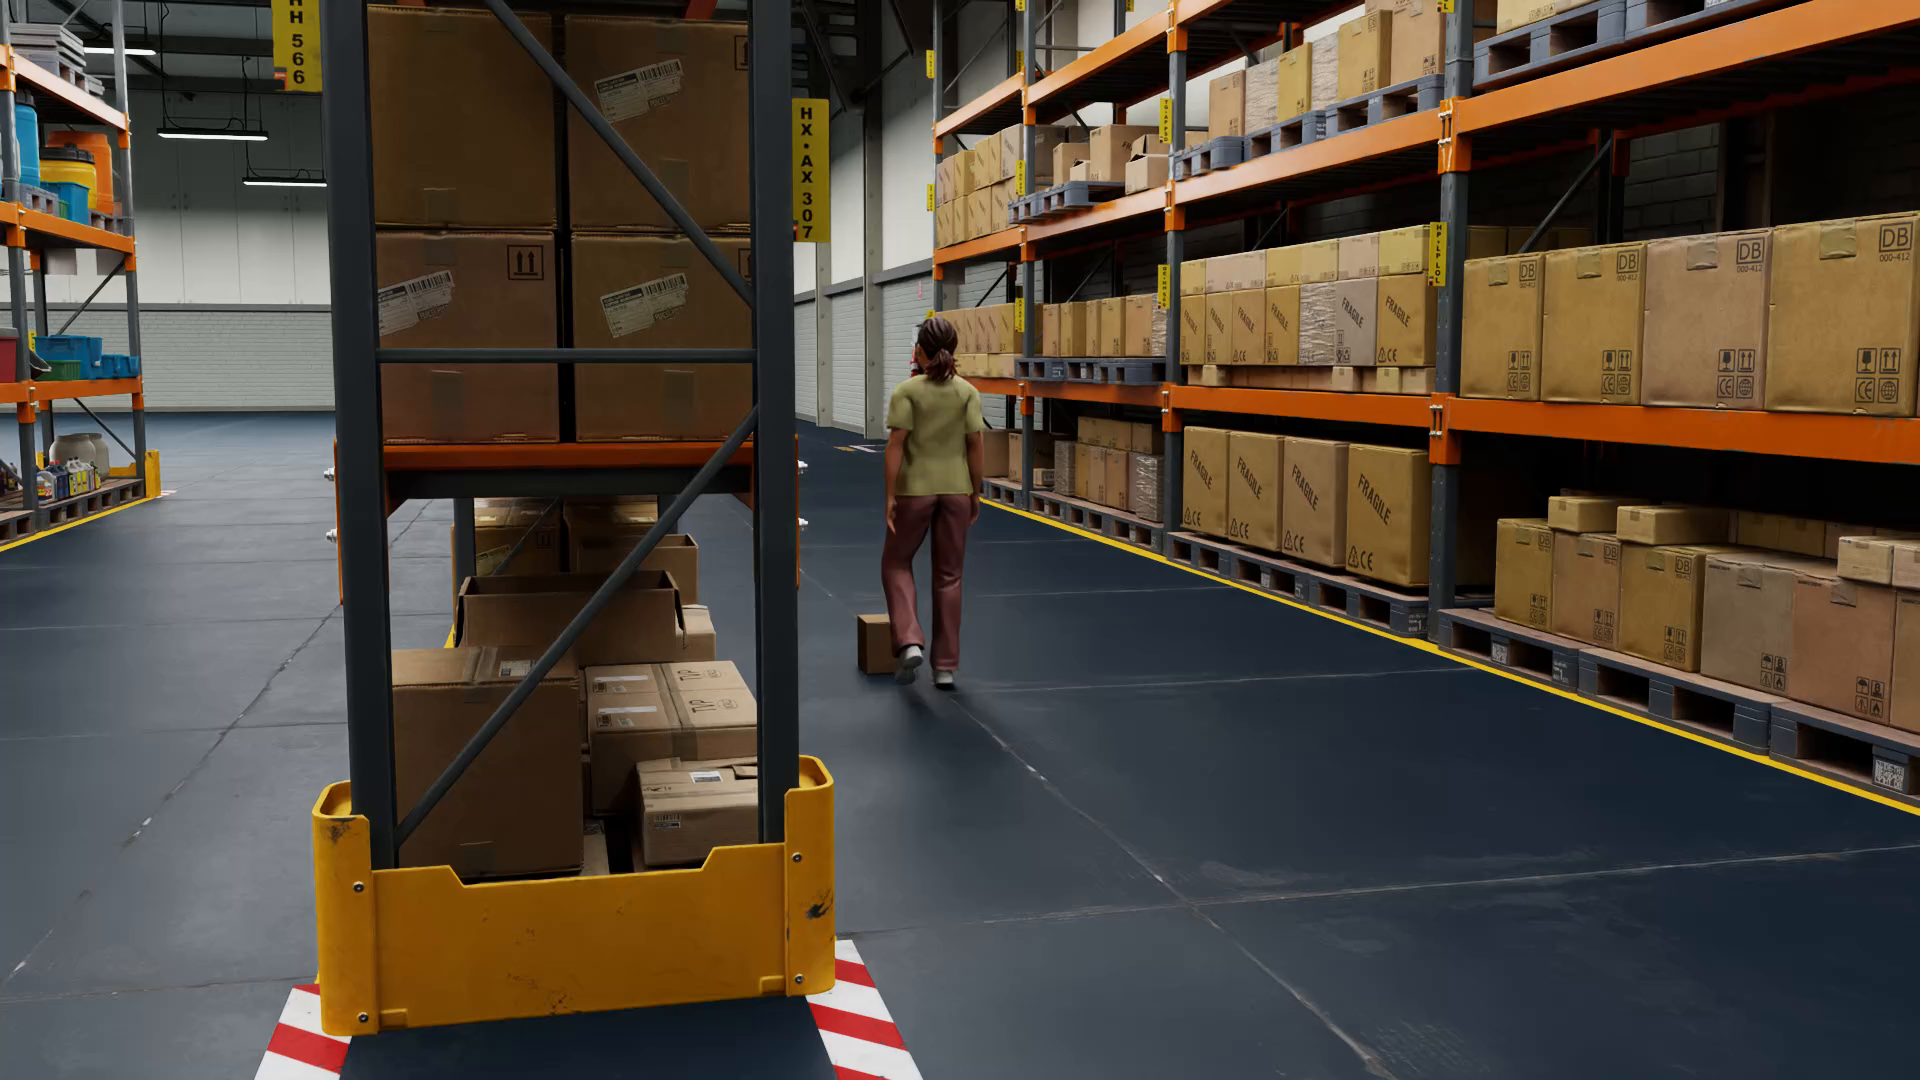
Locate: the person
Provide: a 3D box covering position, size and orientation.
[{"bbox_3d":[-0.128,-0.168,7.577,0.469,1.683,0.443,-1,6,-12],"label":"person"}]
